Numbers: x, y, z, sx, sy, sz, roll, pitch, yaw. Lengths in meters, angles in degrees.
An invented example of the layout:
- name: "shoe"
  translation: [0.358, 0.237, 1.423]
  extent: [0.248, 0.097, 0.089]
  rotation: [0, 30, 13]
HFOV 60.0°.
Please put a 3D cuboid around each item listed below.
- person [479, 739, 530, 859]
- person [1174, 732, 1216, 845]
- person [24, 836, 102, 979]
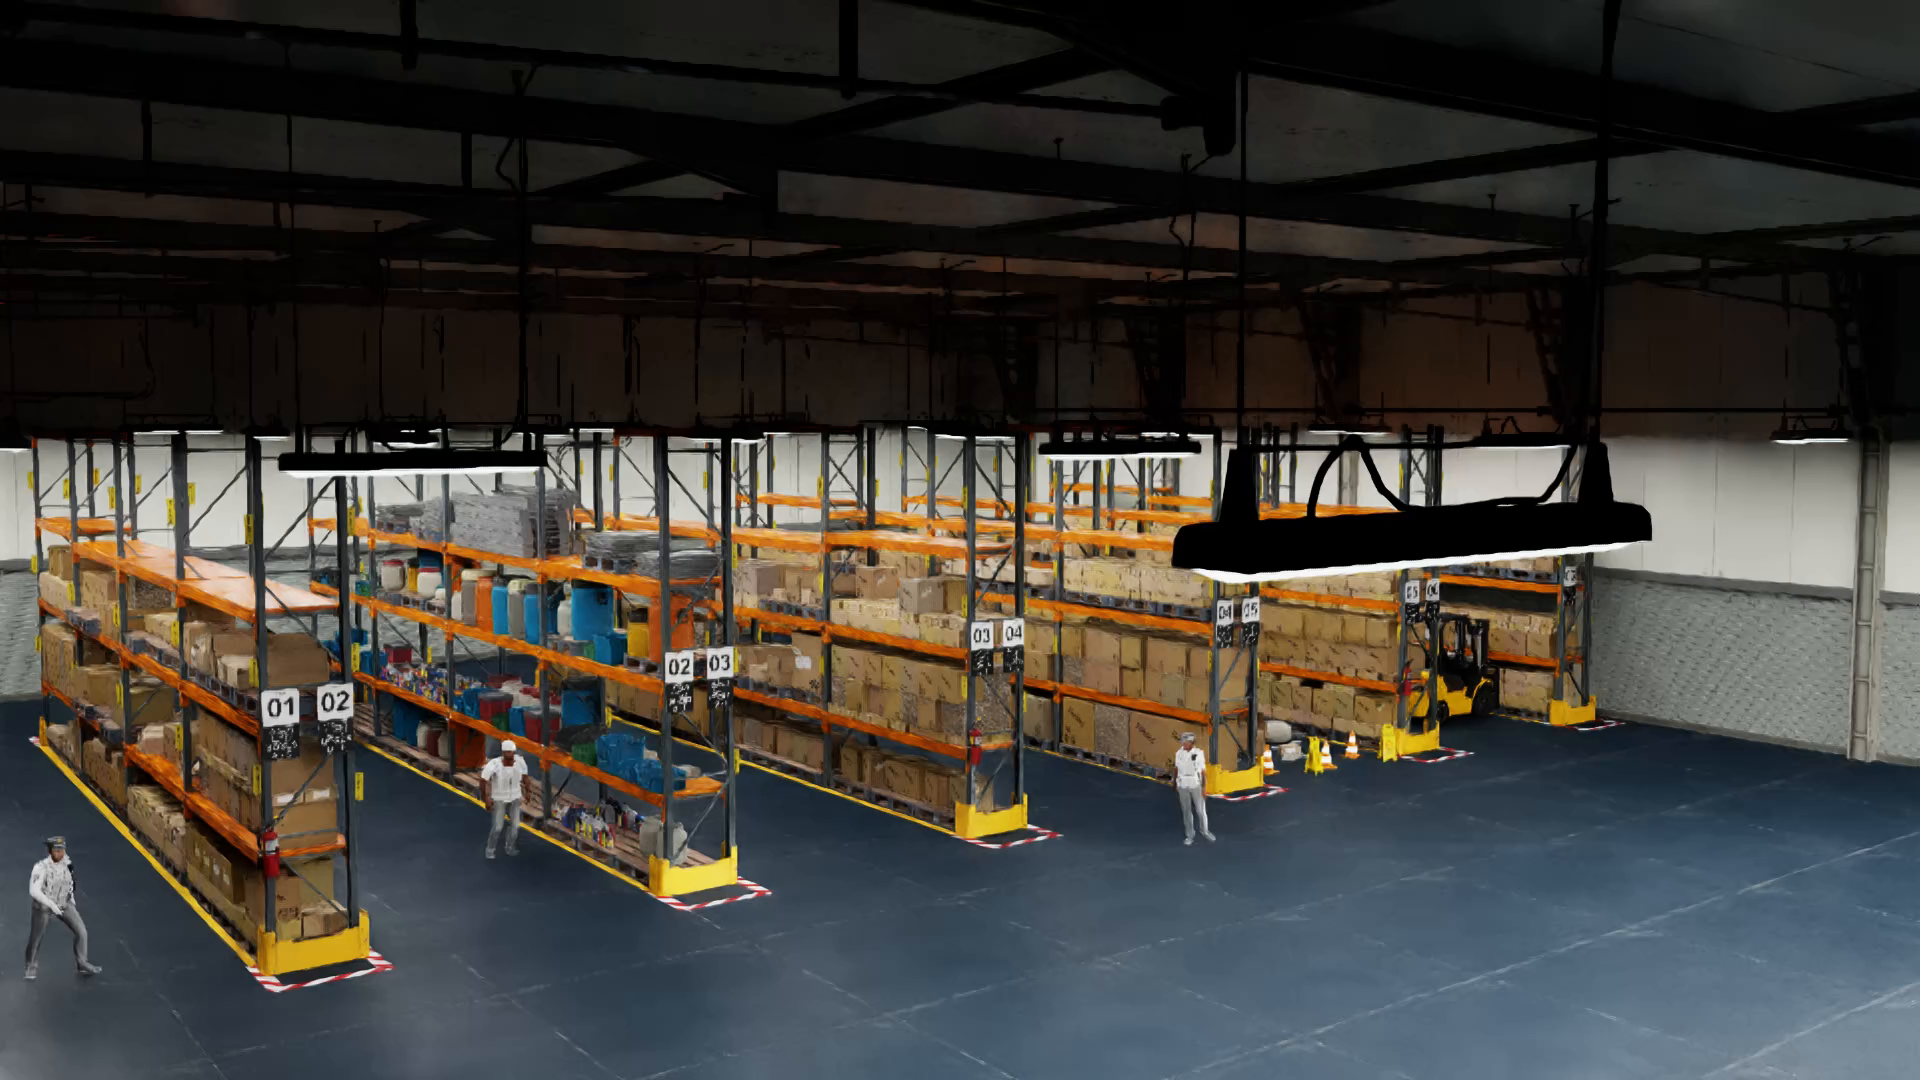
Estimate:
- name: "person"
  translation: [-6.402, 3.643, 23.433]
  extent: [0.719, 1.715, 0.578]
  rotation: [-3, 6, -37]
- name: "person"
  translation: [3.408, 3.599, 24.157]
  extent: [0.619, 1.655, 0.452]
  rotation: [2, 5, 21]
- name: "person"
  translation: [-10.075, 4.063, 18.494]
  extent: [0.773, 1.616, 0.632]
  rotation: [3, 5, 33]
